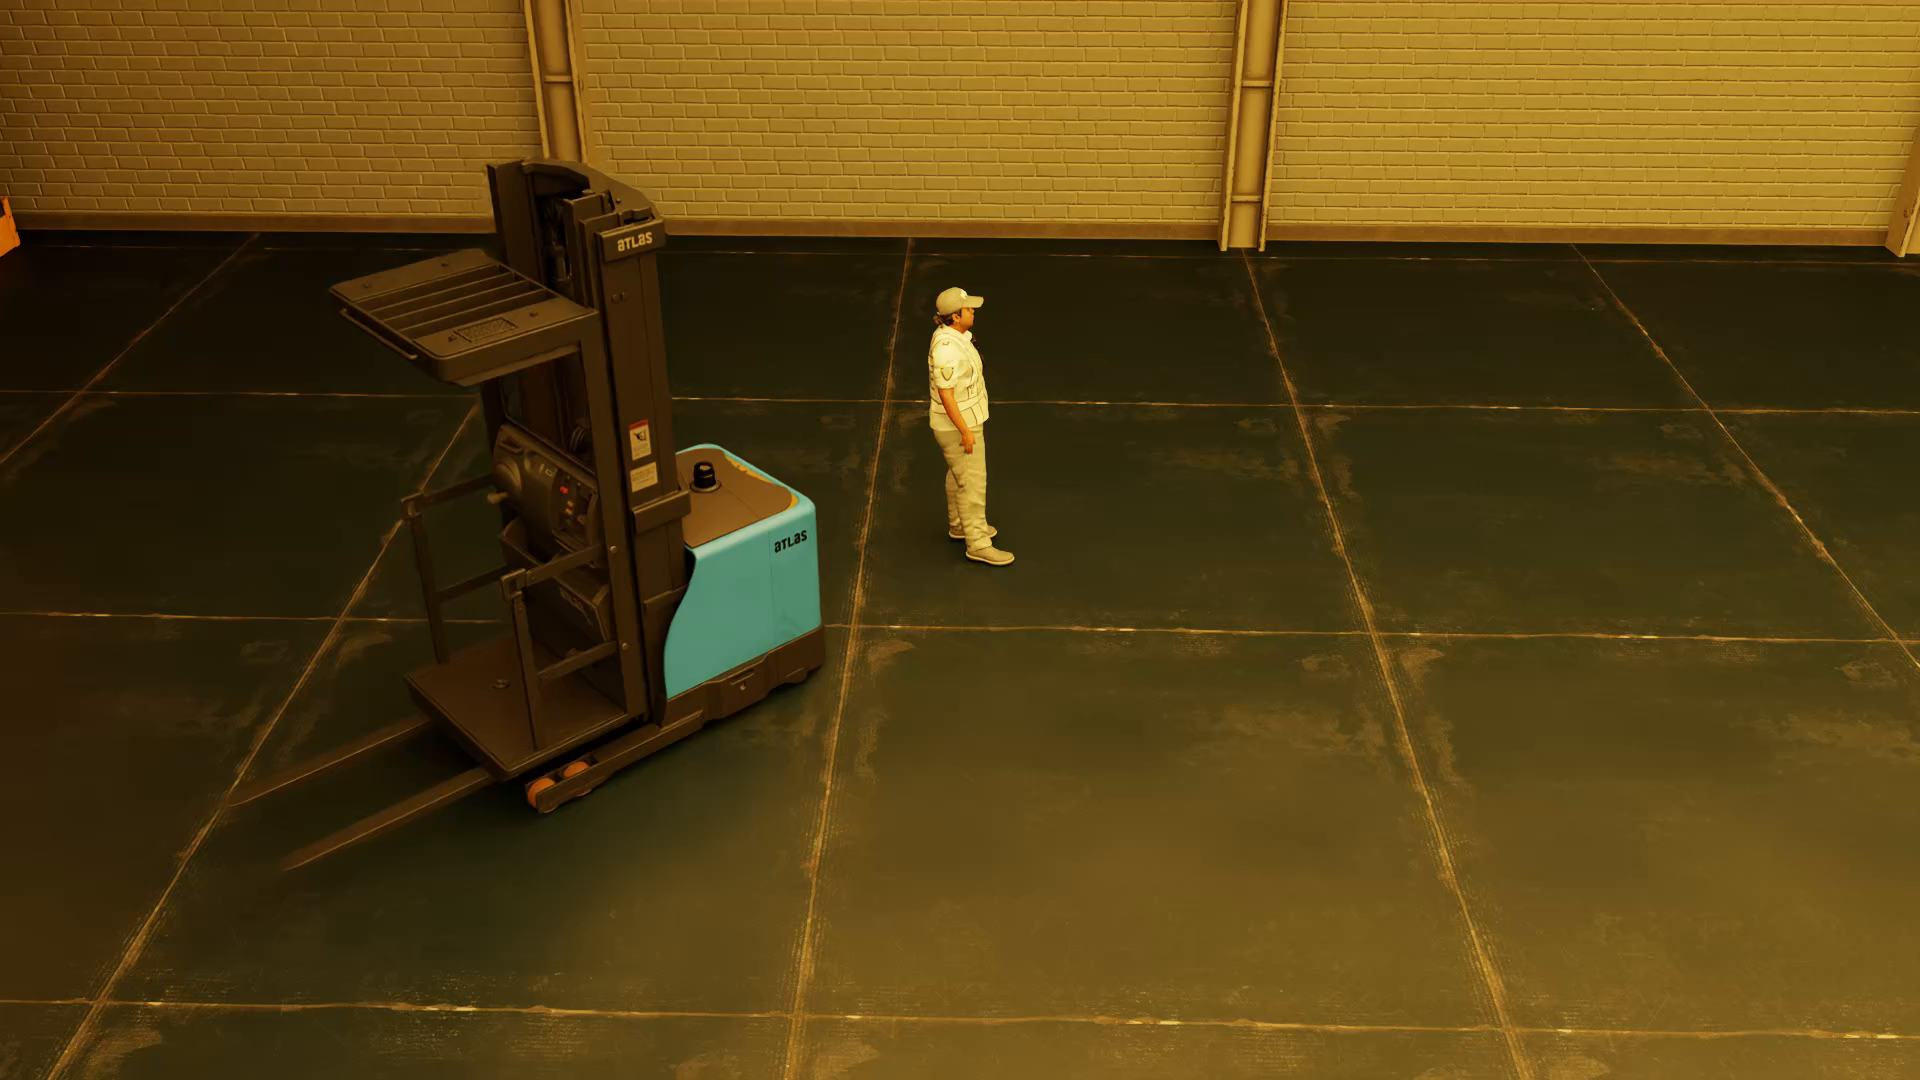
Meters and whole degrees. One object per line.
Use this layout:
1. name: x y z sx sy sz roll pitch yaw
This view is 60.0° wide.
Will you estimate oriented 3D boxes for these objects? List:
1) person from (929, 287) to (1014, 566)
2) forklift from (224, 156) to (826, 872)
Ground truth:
1. person: 0.076 -0.712 10.051 0.529 1.670 0.597 1 31 1
2. forklift: -2.175 -0.216 7.981 3.031 2.935 1.130 -25 39 -36
